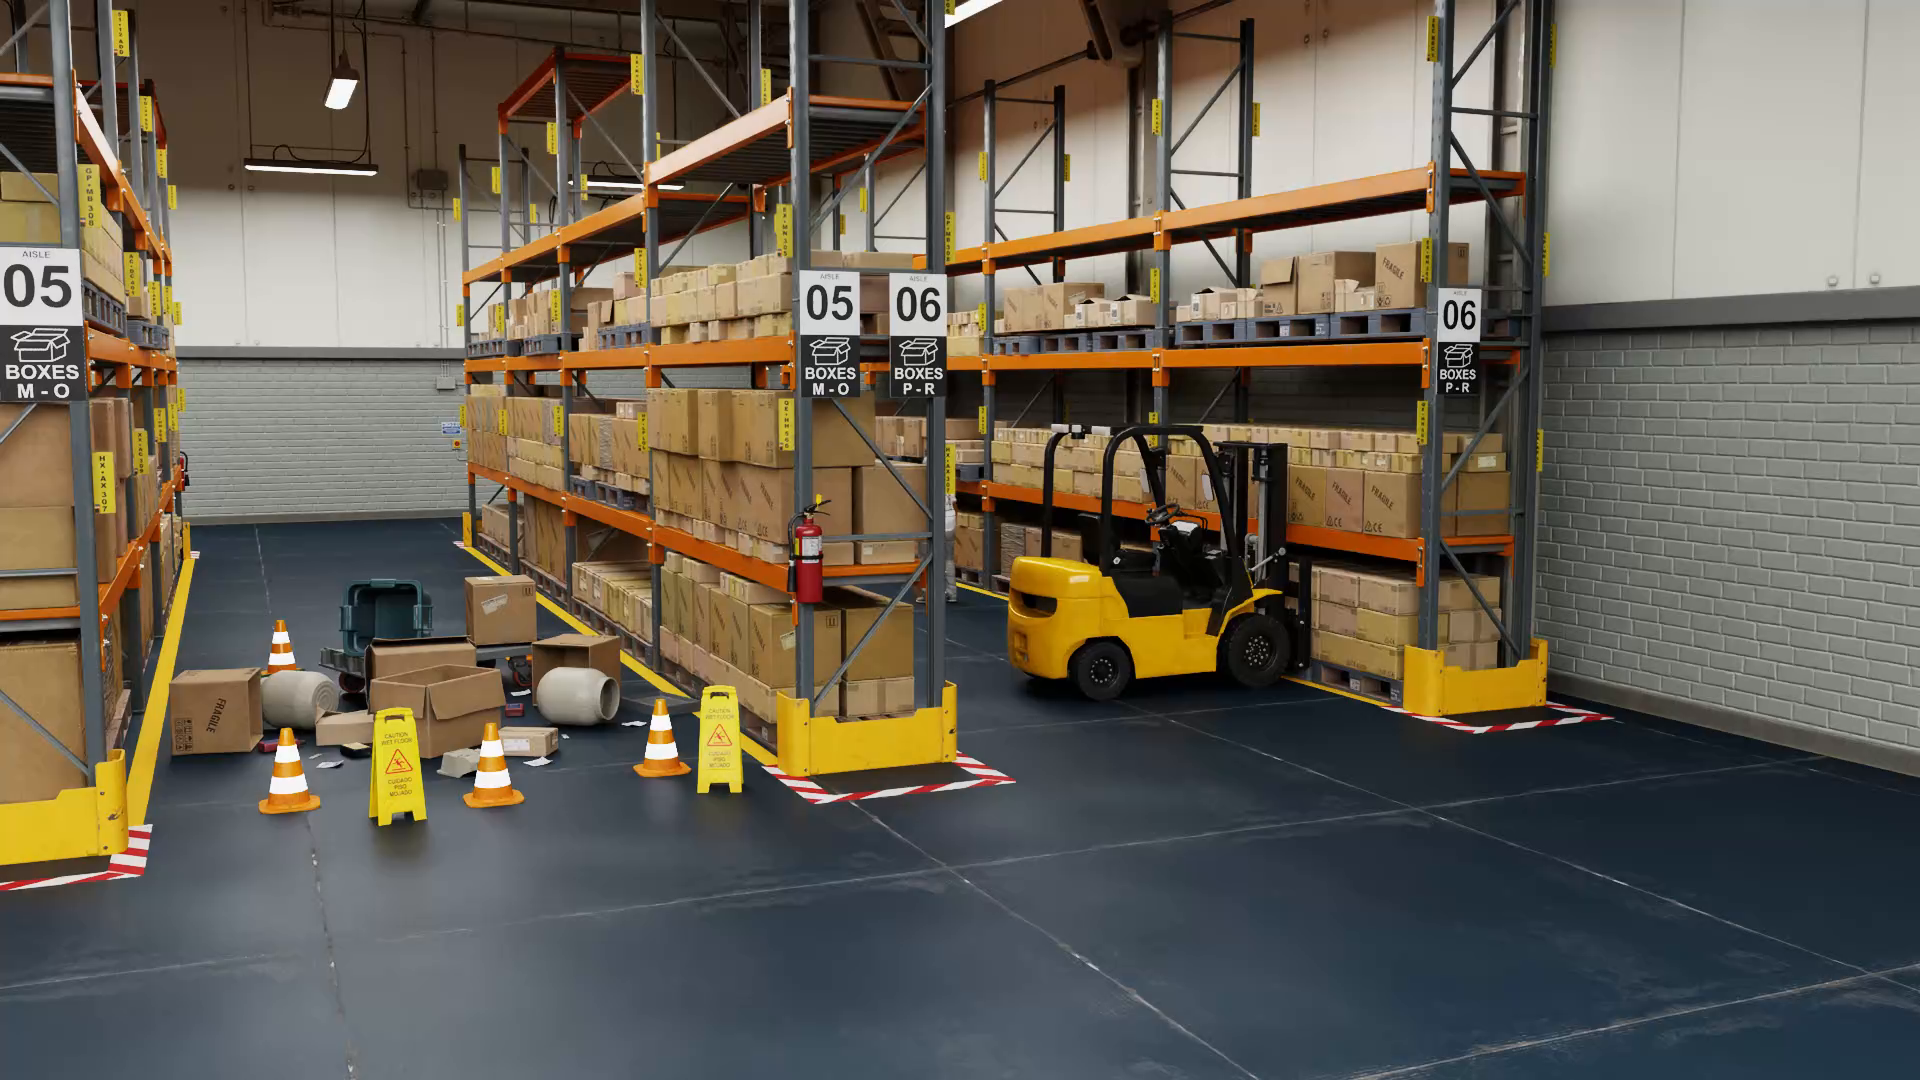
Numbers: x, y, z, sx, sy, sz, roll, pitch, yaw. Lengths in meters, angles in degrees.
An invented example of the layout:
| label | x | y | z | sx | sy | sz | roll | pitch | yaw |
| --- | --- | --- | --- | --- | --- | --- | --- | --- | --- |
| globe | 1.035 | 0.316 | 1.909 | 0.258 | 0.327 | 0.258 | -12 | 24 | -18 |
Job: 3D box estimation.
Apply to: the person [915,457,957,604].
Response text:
| label | x | y | z | sx | sy | sz | roll | pitch | yaw |
| --- | --- | --- | --- | --- | --- | --- | --- | --- | --- |
| person | -0.275 | -0.118 | 18.800 | 0.564 | 1.667 | 0.464 | -3 | 6 | -27 |
